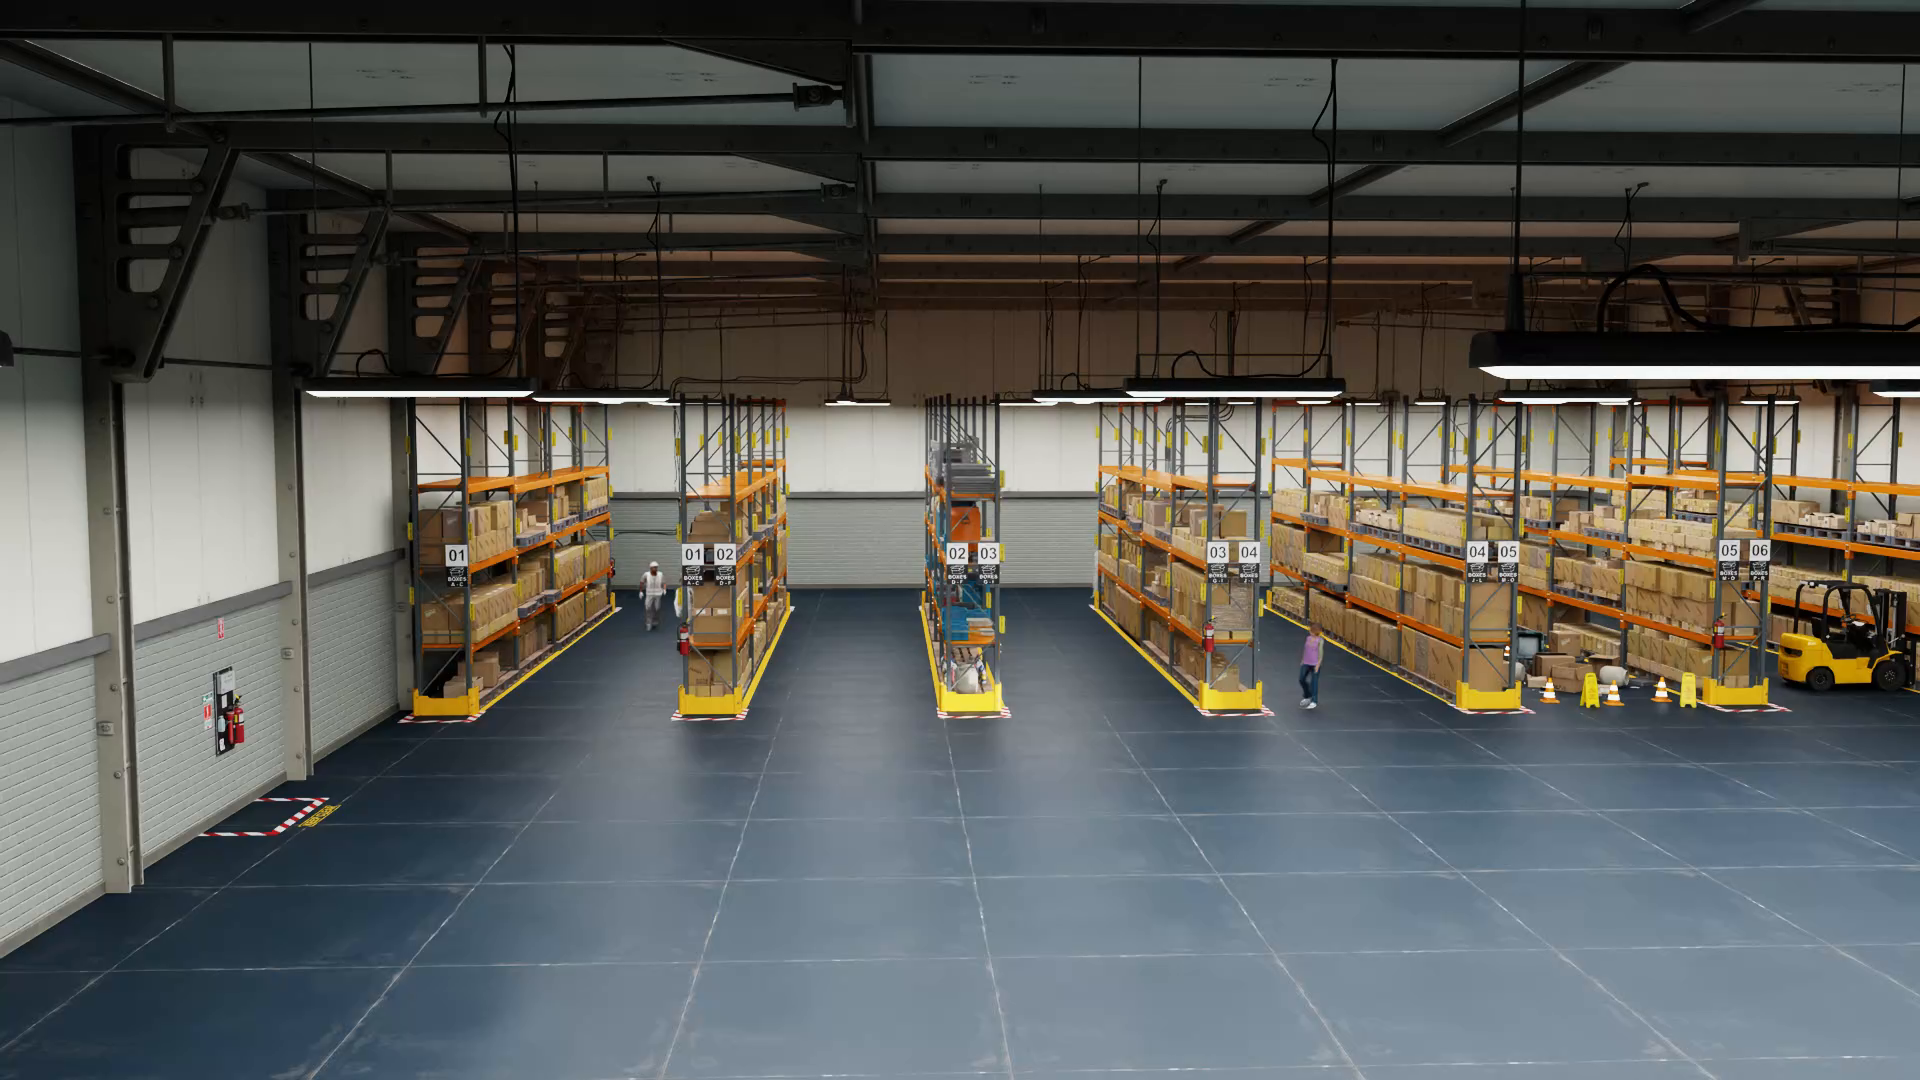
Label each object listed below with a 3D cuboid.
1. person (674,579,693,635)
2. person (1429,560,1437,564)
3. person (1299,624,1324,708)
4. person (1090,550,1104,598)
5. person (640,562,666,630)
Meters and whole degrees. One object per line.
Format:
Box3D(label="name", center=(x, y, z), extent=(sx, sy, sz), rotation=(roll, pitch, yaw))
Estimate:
Box3D(label="person", center=(-6.678, 1.716, 40.296), extent=(0.456, 1.644, 0.963), rotation=(0, 5, 3))
Box3D(label="person", center=(12.794, 1.274, 45.168), extent=(0.454, 1.782, 0.632), rotation=(0, 5, -2))
Box3D(label="person", center=(6.716, 2.413, 31.873), extent=(0.496, 1.607, 0.436), rotation=(4, 6, 38))
Box3D(label="person", center=(4.277, 0.885, 50.177), extent=(0.549, 1.719, 1.043), rotation=(2, 5, 24))
Box3D(label="person", center=(-7.997, 1.465, 43.345), extent=(0.721, 1.808, 0.878), rotation=(0, 5, -4))
